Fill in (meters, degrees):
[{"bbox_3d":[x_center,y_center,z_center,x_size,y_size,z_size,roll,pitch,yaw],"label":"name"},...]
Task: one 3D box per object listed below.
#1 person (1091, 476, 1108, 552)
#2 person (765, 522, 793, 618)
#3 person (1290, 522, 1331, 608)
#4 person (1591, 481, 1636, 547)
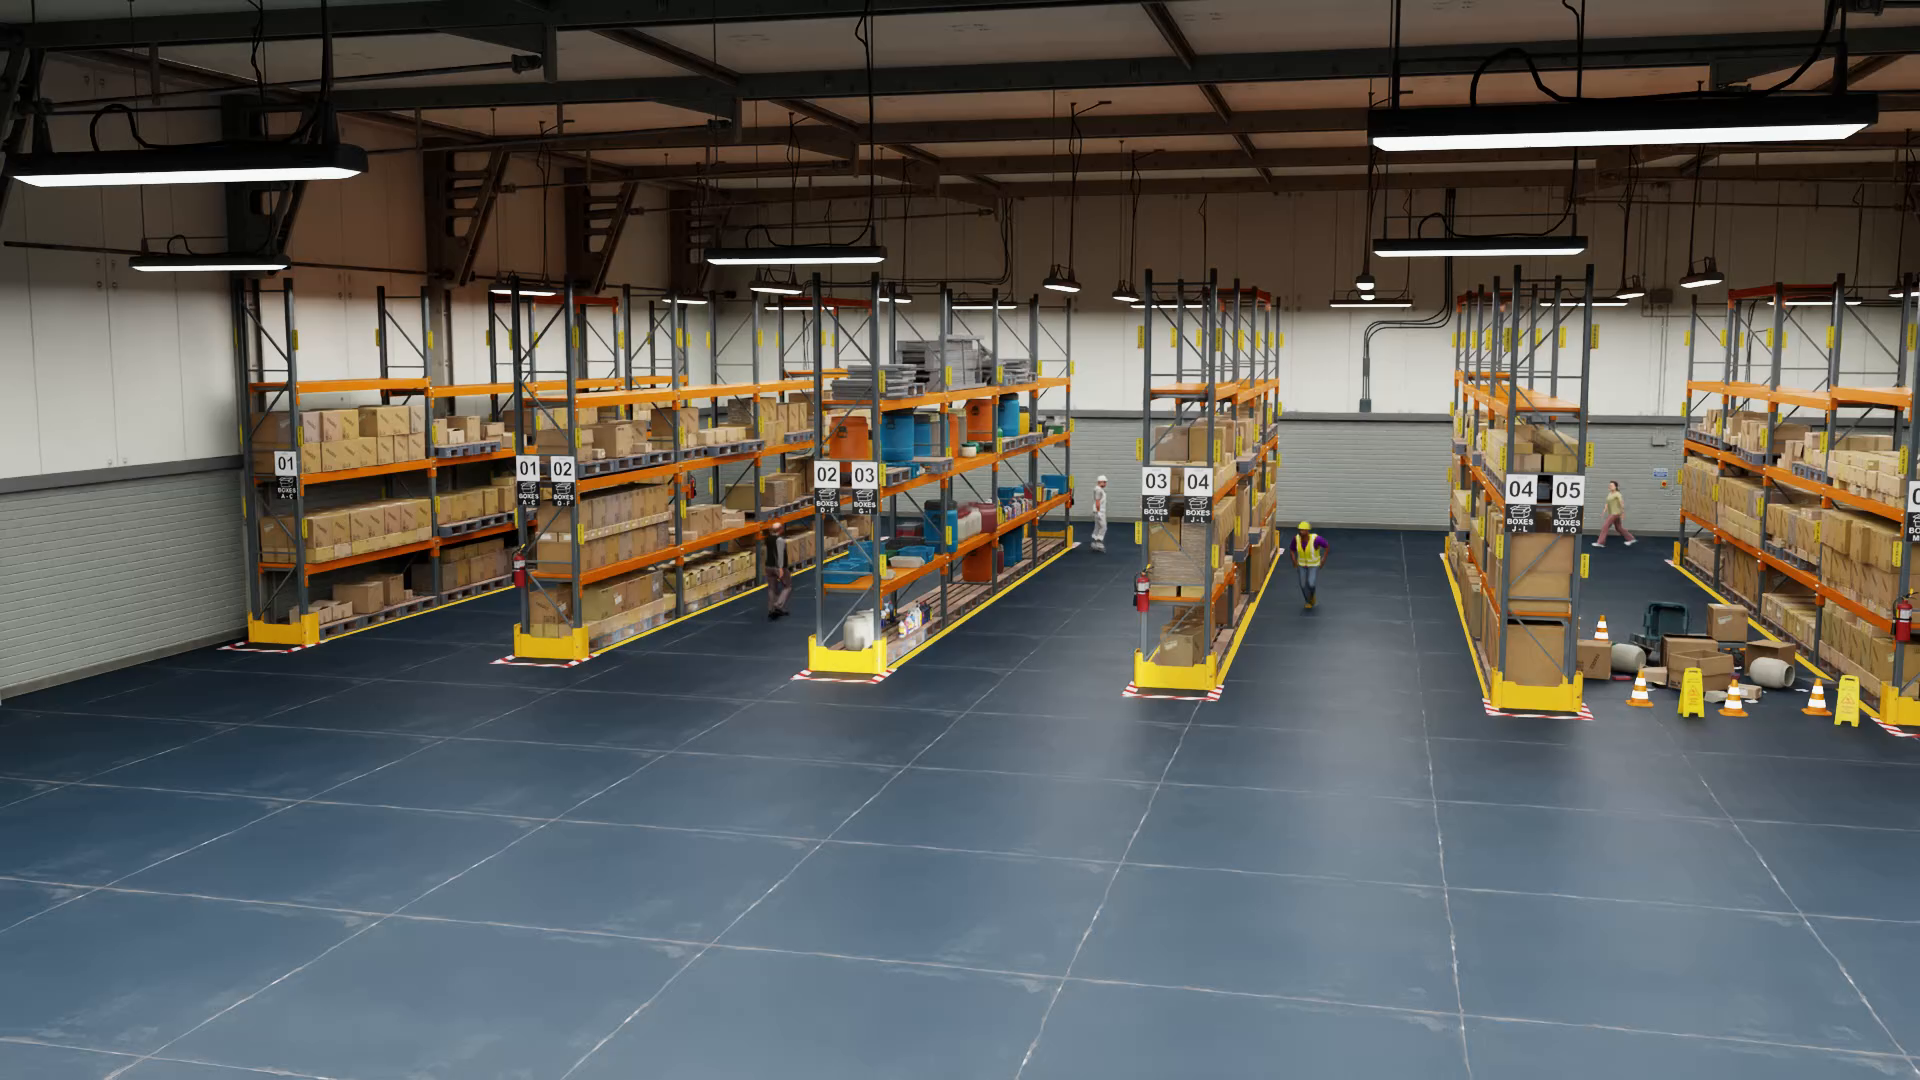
[{"bbox_3d":[3.340,-0.625,39.650,0.405,1.828,0.646,0,7,3],"label":"person"},{"bbox_3d":[-3.337,0.536,30.119,0.562,1.704,0.495,4,8,33],"label":"person"},{"bbox_3d":[6.519,0.468,30.998,0.752,1.659,0.706,3,7,22],"label":"person"},{"bbox_3d":[15.833,-0.623,40.173,1.071,1.613,0.430,0,7,2],"label":"person"}]
